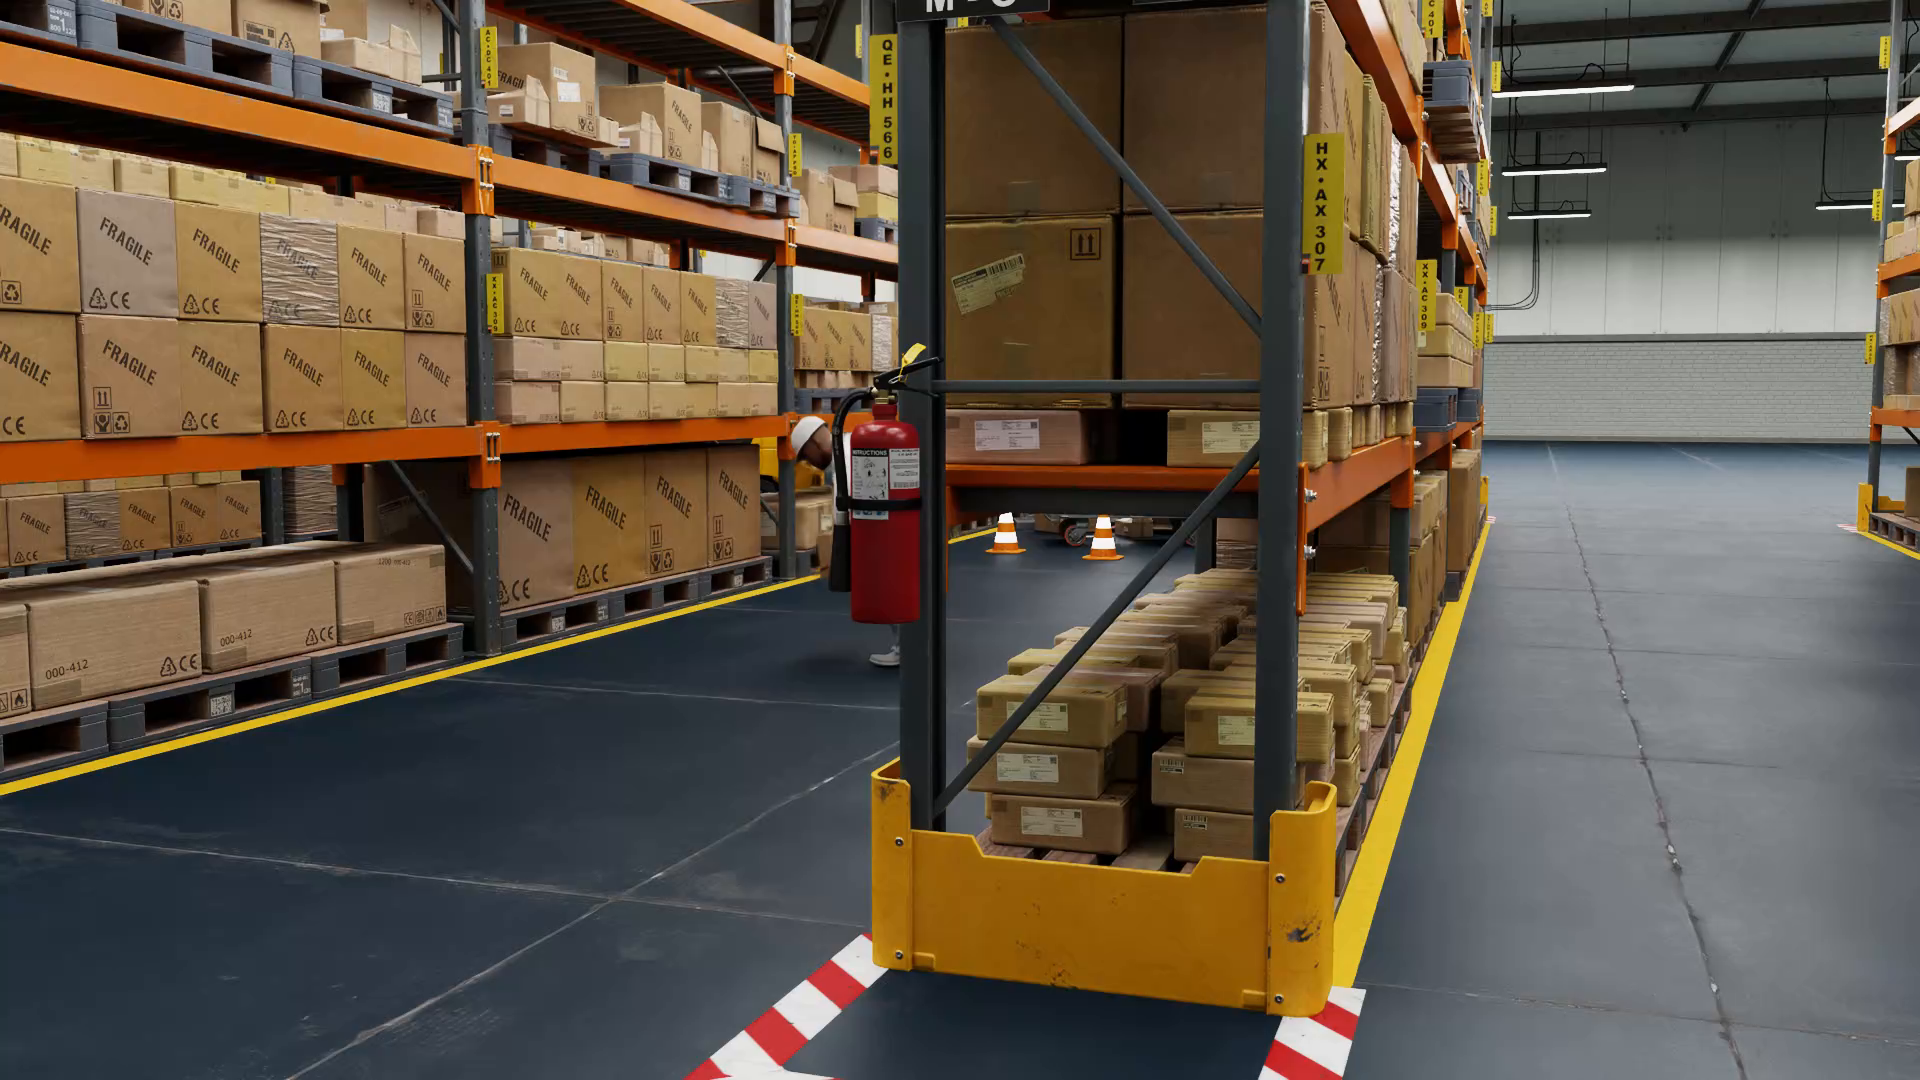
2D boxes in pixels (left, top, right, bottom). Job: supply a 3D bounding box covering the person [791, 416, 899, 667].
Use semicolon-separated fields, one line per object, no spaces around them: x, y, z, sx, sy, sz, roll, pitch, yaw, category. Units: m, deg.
-0.495;-0.003;9.169;0.918;1.355;0.475;2;5;17;person
